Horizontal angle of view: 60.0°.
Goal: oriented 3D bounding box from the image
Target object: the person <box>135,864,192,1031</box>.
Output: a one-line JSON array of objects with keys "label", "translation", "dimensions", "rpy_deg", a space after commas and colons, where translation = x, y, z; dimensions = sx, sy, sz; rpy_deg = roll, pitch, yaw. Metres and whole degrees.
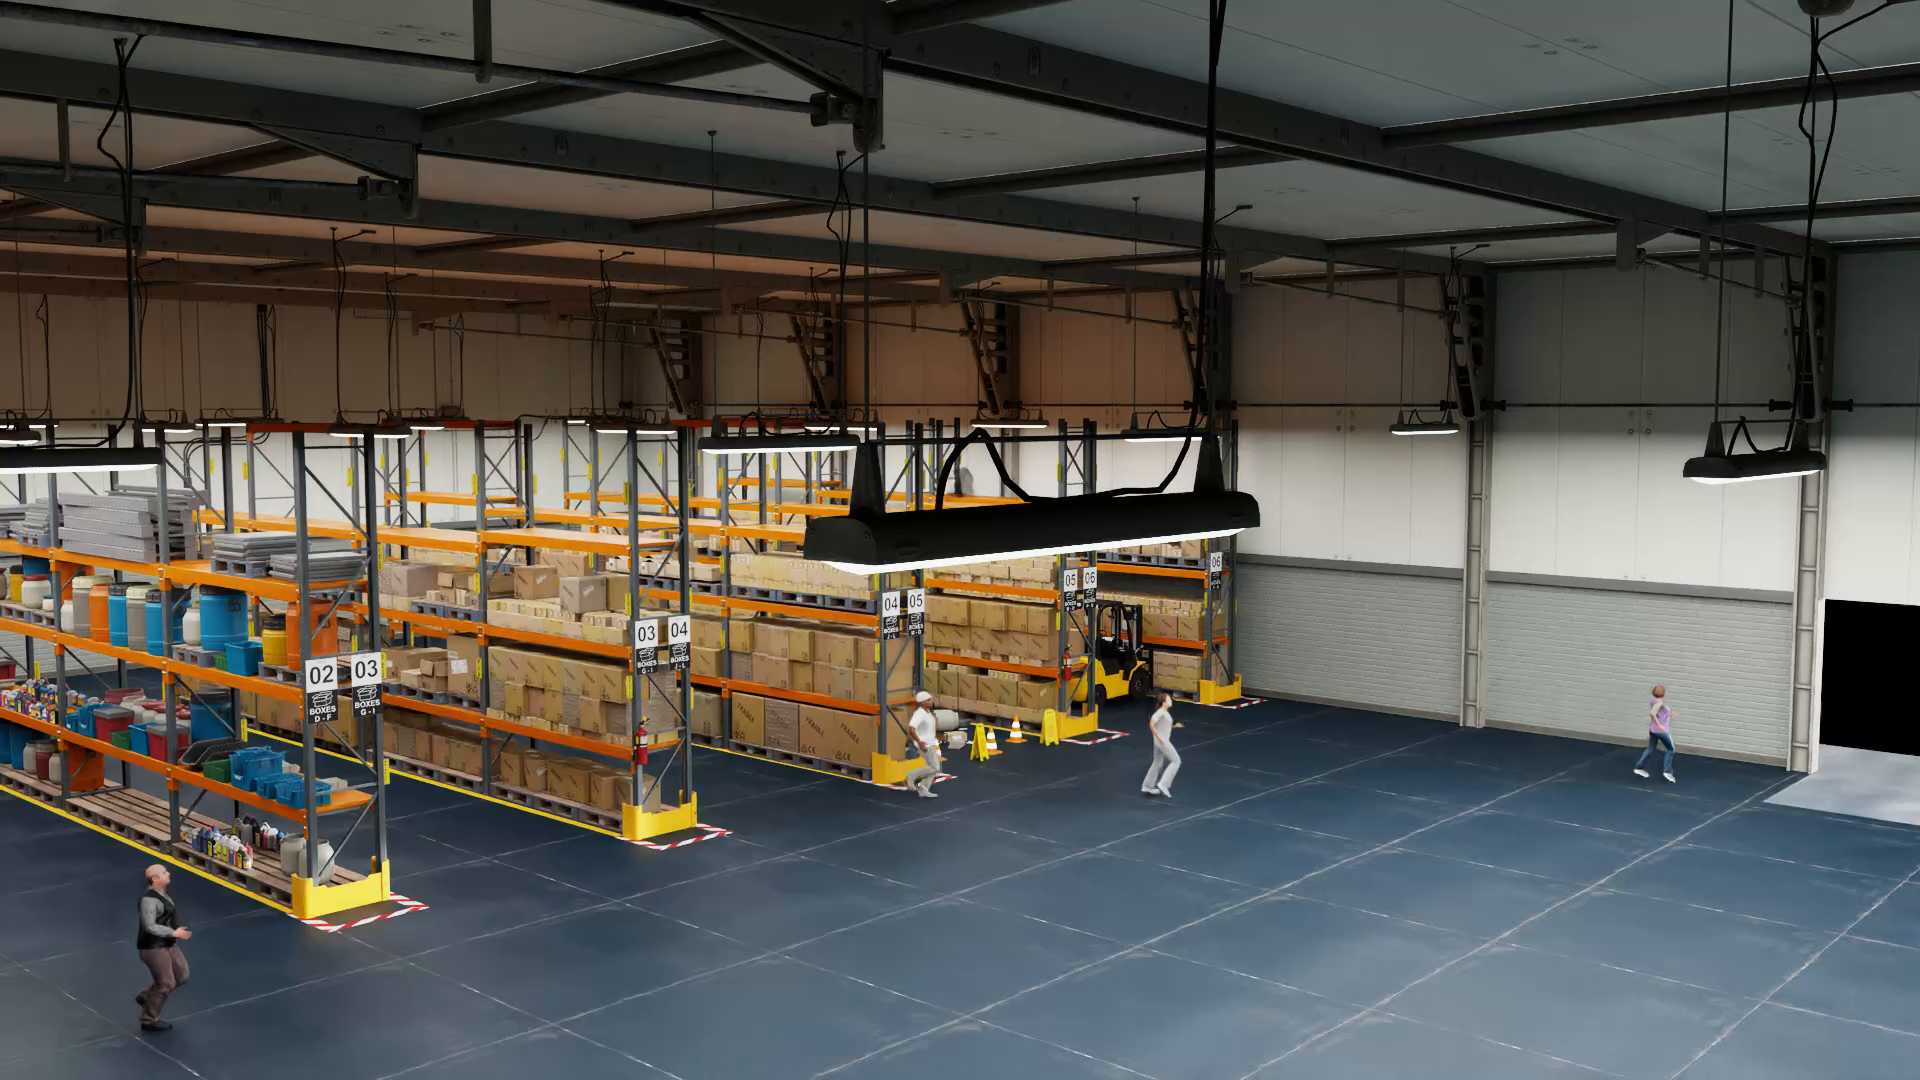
[{"label": "person", "translation": [-8.095, 4.115, 16.881], "dimensions": [0.590, 1.692, 0.692], "rpy_deg": [-1, 5, -14]}]

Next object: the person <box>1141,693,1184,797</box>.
[{"label": "person", "translation": [3.287, 3.313, 26.909], "dimensions": [0.697, 1.695, 0.538], "rpy_deg": [0, 5, 2]}]

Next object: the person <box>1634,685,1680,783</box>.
[{"label": "person", "translation": [11.705, 3.262, 27.892], "dimensions": [0.728, 1.620, 0.507], "rpy_deg": [0, 5, -3]}]

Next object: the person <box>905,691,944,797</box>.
[{"label": "person", "translation": [-0.572, 3.292, 26.785], "dimensions": [0.590, 1.719, 0.715], "rpy_deg": [1, 5, 11]}]
